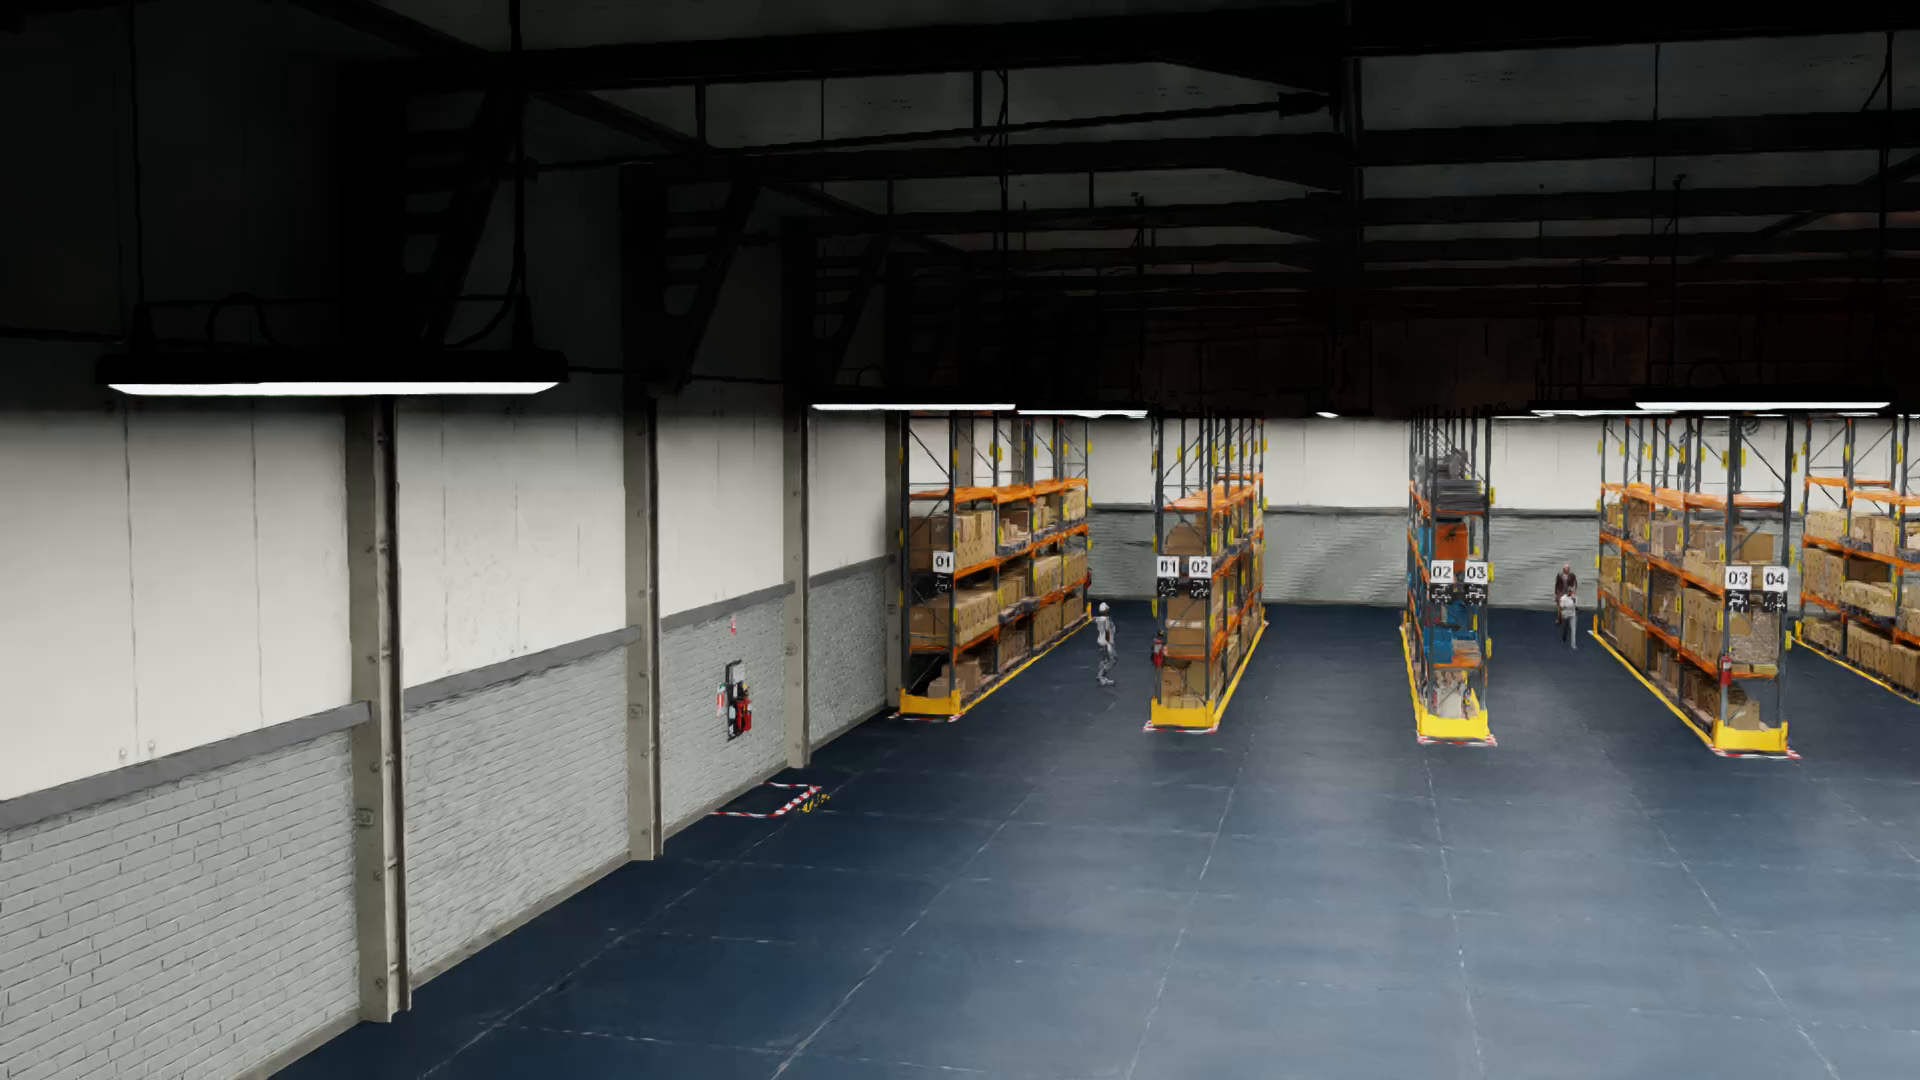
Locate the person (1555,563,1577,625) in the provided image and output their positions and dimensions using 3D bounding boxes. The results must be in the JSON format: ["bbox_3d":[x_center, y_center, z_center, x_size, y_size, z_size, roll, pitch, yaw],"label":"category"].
[{"bbox_3d":[16.976,1.606,46.601,0.575,1.516,1.104,2,4,23],"label":"person"}]

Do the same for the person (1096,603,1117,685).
[{"bbox_3d":[3.143,2.223,35.982,0.431,1.724,0.597,-1,4,-17],"label":"person"}]

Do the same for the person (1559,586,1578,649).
[{"bbox_3d":[15.280,1.917,41.754,0.456,1.589,1.088,1,4,16],"label":"person"}]
